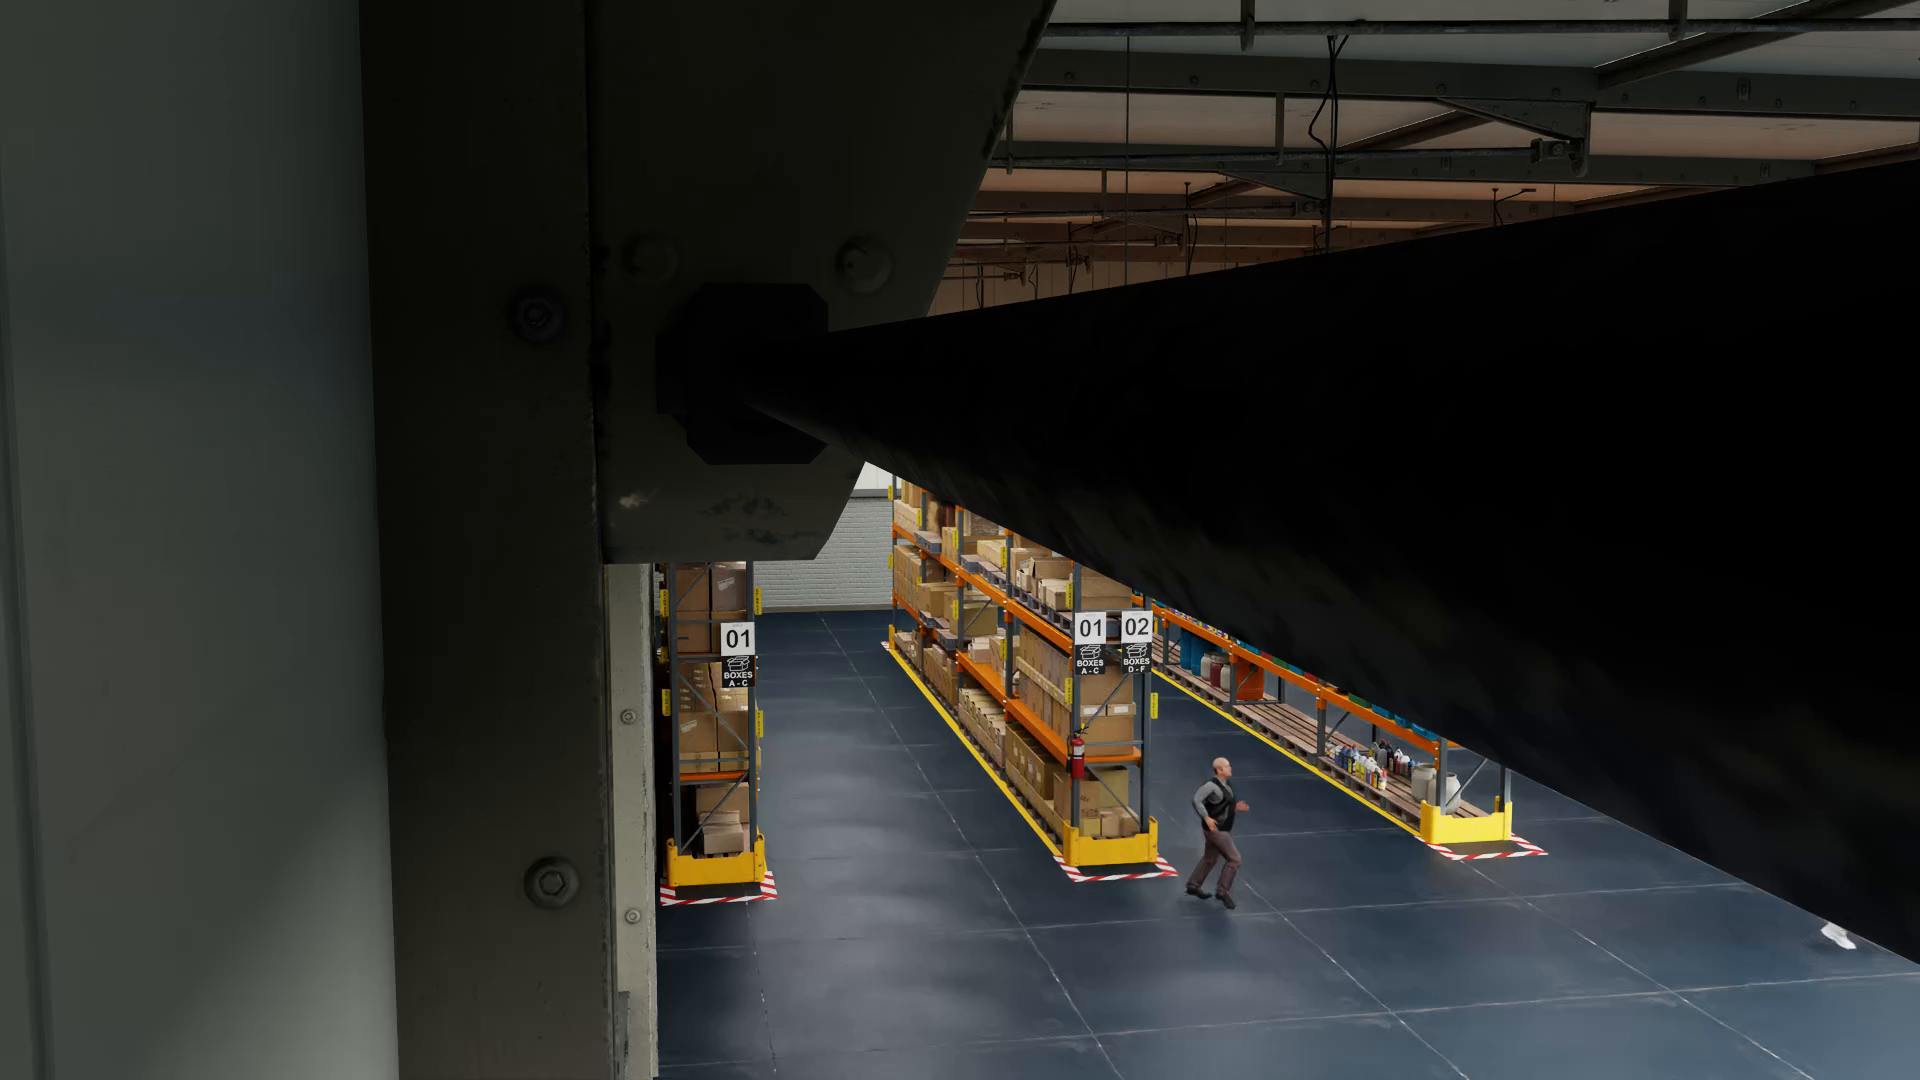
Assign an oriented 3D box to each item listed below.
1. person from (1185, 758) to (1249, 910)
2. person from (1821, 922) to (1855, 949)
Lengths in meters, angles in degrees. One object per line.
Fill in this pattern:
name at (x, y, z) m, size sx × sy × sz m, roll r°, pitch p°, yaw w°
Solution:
person at (2.982, 3.394, 19.309) m, size 0.732 × 1.764 × 0.645 m, roll 2°, pitch 7°, yaw 20°
person at (9.722, 3.531, 17.709) m, size 0.959 × 1.813 × 0.692 m, roll 2°, pitch 6°, yaw 14°
